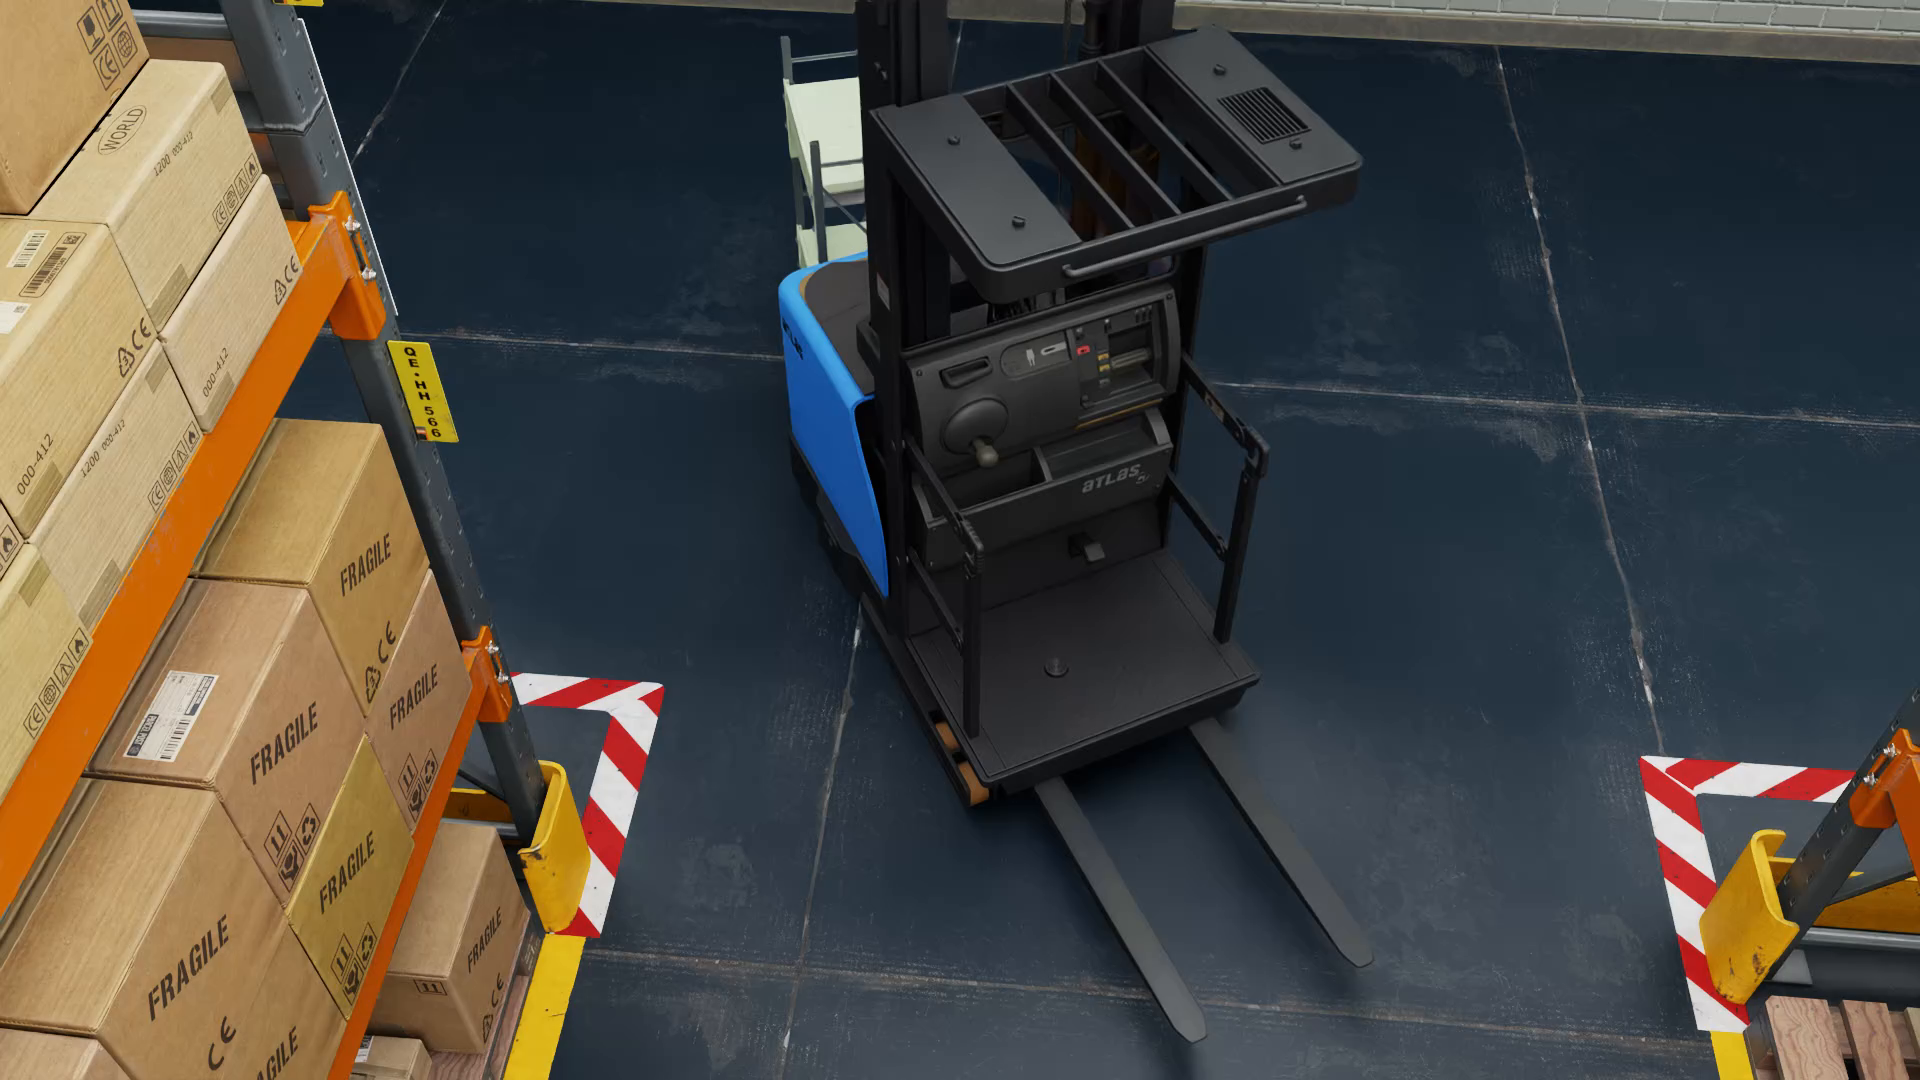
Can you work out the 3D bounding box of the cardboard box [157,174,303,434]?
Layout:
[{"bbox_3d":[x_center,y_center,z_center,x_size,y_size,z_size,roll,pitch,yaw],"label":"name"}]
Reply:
[{"bbox_3d":[-1.648,-0.481,3.252,0.500,0.250,0.500,4,48,4],"label":"cardboard box"}]

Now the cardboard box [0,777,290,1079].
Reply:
[{"bbox_3d":[-1.718,0.812,3.255,0.500,0.500,0.500,5,48,5],"label":"cardboard box"}]

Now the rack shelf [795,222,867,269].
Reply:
[{"bbox_3d":[-0.432,-1.019,7.133,0.431,0.370,0.720,-9,48,-8],"label":"rack shelf"}]

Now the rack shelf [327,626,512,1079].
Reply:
[{"bbox_3d":[-2.046,1.798,3.586,1.077,0.370,4.000,4,48,4],"label":"rack shelf"}]

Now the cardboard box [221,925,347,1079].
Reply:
[{"bbox_3d":[-1.728,1.147,3.626,0.500,0.500,0.500,4,48,4],"label":"cardboard box"}]

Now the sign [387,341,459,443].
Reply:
[{"bbox_3d":[-1.313,-0.360,4.074,0.100,0.325,0.005,4,48,4],"label":"sign"}]

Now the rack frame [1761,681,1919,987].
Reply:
[{"bbox_3d":[3.068,0.421,4.358,1.000,3.000,0.127,4,48,4],"label":"rack frame"}]

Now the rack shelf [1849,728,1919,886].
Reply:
[{"bbox_3d":[2.886,2.134,3.279,1.077,0.370,4.000,4,48,4],"label":"rack shelf"}]

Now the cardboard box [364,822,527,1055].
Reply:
[{"bbox_3d":[-1.668,1.197,5.044,0.500,0.500,0.500,4,48,4],"label":"cardboard box"}]

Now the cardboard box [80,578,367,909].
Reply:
[{"bbox_3d":[-1.676,0.431,3.603,0.500,0.500,0.500,5,48,5],"label":"cardboard box"}]

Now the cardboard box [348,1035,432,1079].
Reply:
[{"bbox_3d":[-1.795,1.601,4.901,0.380,0.166,0.250,4,48,4],"label":"cardboard box"}]

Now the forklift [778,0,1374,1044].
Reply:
[{"bbox_3d":[0.375,-0.420,5.174,1.130,2.935,3.031,-19,50,-16],"label":"forklift"}]

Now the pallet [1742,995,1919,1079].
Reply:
[{"bbox_3d":[2.955,1.966,4.835,1.003,0.211,1.213,4,48,4],"label":"pallet"}]

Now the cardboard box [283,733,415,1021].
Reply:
[{"bbox_3d":[-1.678,0.781,3.961,0.500,0.500,0.500,4,48,4],"label":"cardboard box"}]

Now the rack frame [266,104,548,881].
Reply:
[{"bbox_3d":[-1.864,0.085,4.665,1.000,3.000,0.127,4,48,4],"label":"rack frame"}]

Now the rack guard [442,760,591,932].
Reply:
[{"bbox_3d":[-1.871,0.985,5.536,1.175,0.500,0.348,4,48,4],"label":"rack guard"}]

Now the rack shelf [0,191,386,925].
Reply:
[{"bbox_3d":[-2.046,0.786,2.479,1.077,0.370,4.000,4,48,4],"label":"rack shelf"}]

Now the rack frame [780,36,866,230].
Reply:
[{"bbox_3d":[-0.511,-1.503,7.134,0.400,1.500,0.023,-9,48,-8],"label":"rack frame"}]

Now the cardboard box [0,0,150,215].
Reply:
[{"bbox_3d":[-1.895,-0.919,2.806,0.700,0.500,0.500,4,48,4],"label":"cardboard box"}]

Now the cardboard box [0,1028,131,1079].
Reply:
[{"bbox_3d":[-1.765,1.190,2.910,0.500,0.500,0.500,5,48,5],"label":"cardboard box"}]

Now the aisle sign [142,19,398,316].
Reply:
[{"bbox_3d":[-1.553,-0.821,3.733,0.394,0.787,0.004,4,48,4],"label":"aisle sign"}]

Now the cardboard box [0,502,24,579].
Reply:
[{"bbox_3d":[-1.751,0.084,2.396,0.500,0.250,0.500,4,48,4],"label":"cardboard box"}]

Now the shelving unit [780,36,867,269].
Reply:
[{"bbox_3d":[-0.432,-1.239,6.893,0.431,1.500,0.755,-9,48,-8],"label":"shelving unit"}]

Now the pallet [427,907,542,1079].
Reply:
[{"bbox_3d":[-1.943,1.668,5.107,1.003,0.211,1.213,4,48,4],"label":"pallet"}]

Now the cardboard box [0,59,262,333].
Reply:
[{"bbox_3d":[-1.657,-0.650,3.068,0.500,0.250,0.500,4,48,4],"label":"cardboard box"}]

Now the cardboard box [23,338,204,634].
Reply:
[{"bbox_3d":[-1.705,-0.114,2.917,0.500,0.250,0.500,4,48,4],"label":"cardboard box"}]

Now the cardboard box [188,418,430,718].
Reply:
[{"bbox_3d":[-1.631,0.060,3.943,0.500,0.500,0.500,3,48,3],"label":"cardboard box"}]

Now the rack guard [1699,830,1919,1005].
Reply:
[{"bbox_3d":[3.058,1.246,5.297,1.175,0.500,0.348,4,48,4],"label":"rack guard"}]

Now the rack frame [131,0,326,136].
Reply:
[{"bbox_3d":[-1.864,-1.939,2.451,1.000,3.000,0.127,4,48,4],"label":"rack frame"}]

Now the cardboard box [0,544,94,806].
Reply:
[{"bbox_3d":[-1.737,0.254,2.580,0.500,0.250,0.500,4,48,4],"label":"cardboard box"}]

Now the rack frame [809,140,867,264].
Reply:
[{"bbox_3d":[-0.353,-0.975,6.651,0.400,1.500,0.023,-9,48,-8],"label":"rack frame"}]

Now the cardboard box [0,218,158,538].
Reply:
[{"bbox_3d":[-1.702,-0.283,2.732,0.500,0.250,0.500,4,48,4],"label":"cardboard box"}]

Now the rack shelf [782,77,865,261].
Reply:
[{"bbox_3d":[-0.432,-1.502,6.605,0.431,0.370,0.720,-9,48,-8],"label":"rack shelf"}]

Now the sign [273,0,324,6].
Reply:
[{"bbox_3d":[-1.313,-1.174,3.184,0.100,0.325,0.005,4,48,4],"label":"sign"}]

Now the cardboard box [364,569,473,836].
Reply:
[{"bbox_3d":[-1.634,0.399,4.310,0.500,0.500,0.500,5,48,5],"label":"cardboard box"}]
